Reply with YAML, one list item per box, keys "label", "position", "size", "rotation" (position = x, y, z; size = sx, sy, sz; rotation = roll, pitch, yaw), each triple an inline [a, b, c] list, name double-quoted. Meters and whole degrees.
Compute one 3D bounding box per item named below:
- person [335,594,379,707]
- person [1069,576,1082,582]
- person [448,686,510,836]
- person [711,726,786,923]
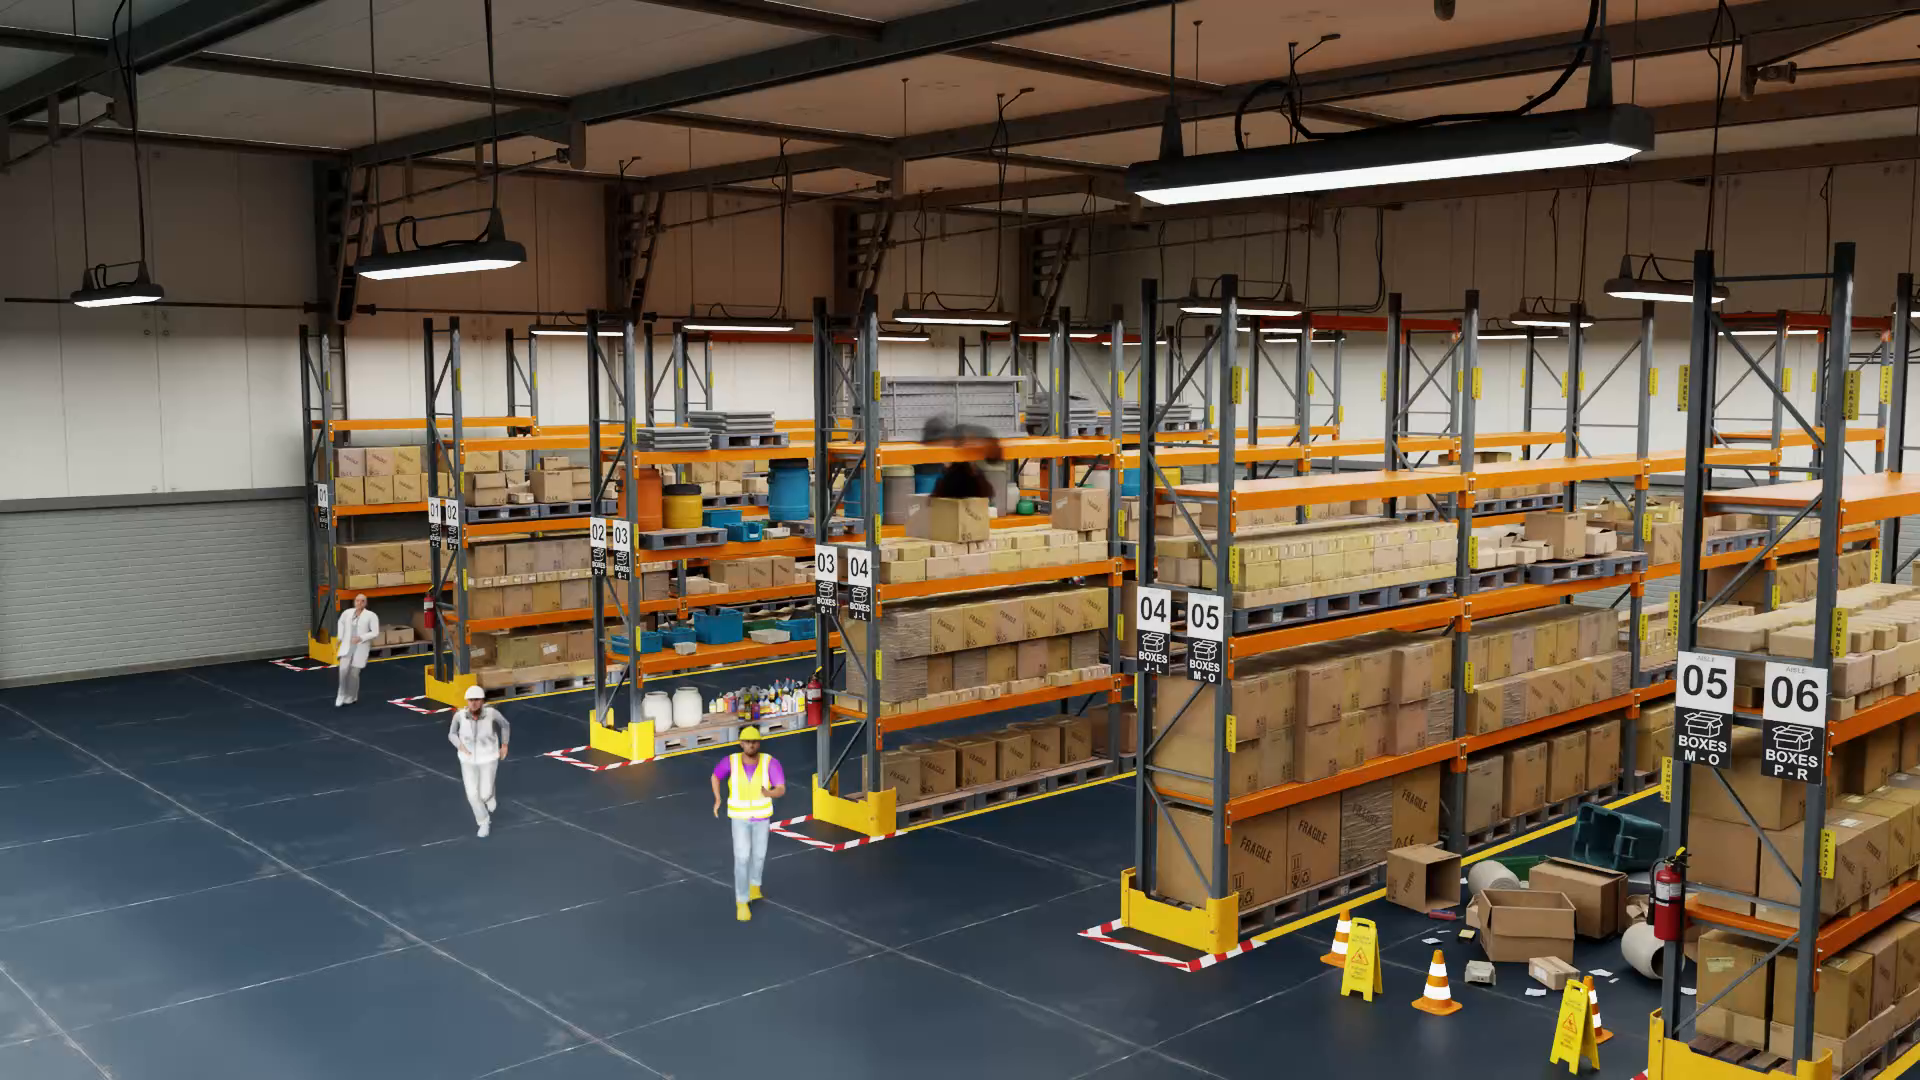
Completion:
- label: "person"
  position: [-9.313, 1.699, 25.668]
  size: [0.690, 1.723, 0.687]
  rotation: [-1, 6, -7]
- label: "person"
  position: [2.197, 1.140, 31.360]
  size: [1.141, 1.775, 0.666]
  rotation: [-5, 8, -43]
- label: "person"
  position: [-5.377, 2.447, 18.616]
  size: [0.641, 1.710, 0.736]
  rotation: [-1, 6, -5]
- label: "person"
  position: [-2.008, 2.683, 15.915]
  size: [0.671, 1.831, 0.775]
  rotation: [-2, 6, -15]
